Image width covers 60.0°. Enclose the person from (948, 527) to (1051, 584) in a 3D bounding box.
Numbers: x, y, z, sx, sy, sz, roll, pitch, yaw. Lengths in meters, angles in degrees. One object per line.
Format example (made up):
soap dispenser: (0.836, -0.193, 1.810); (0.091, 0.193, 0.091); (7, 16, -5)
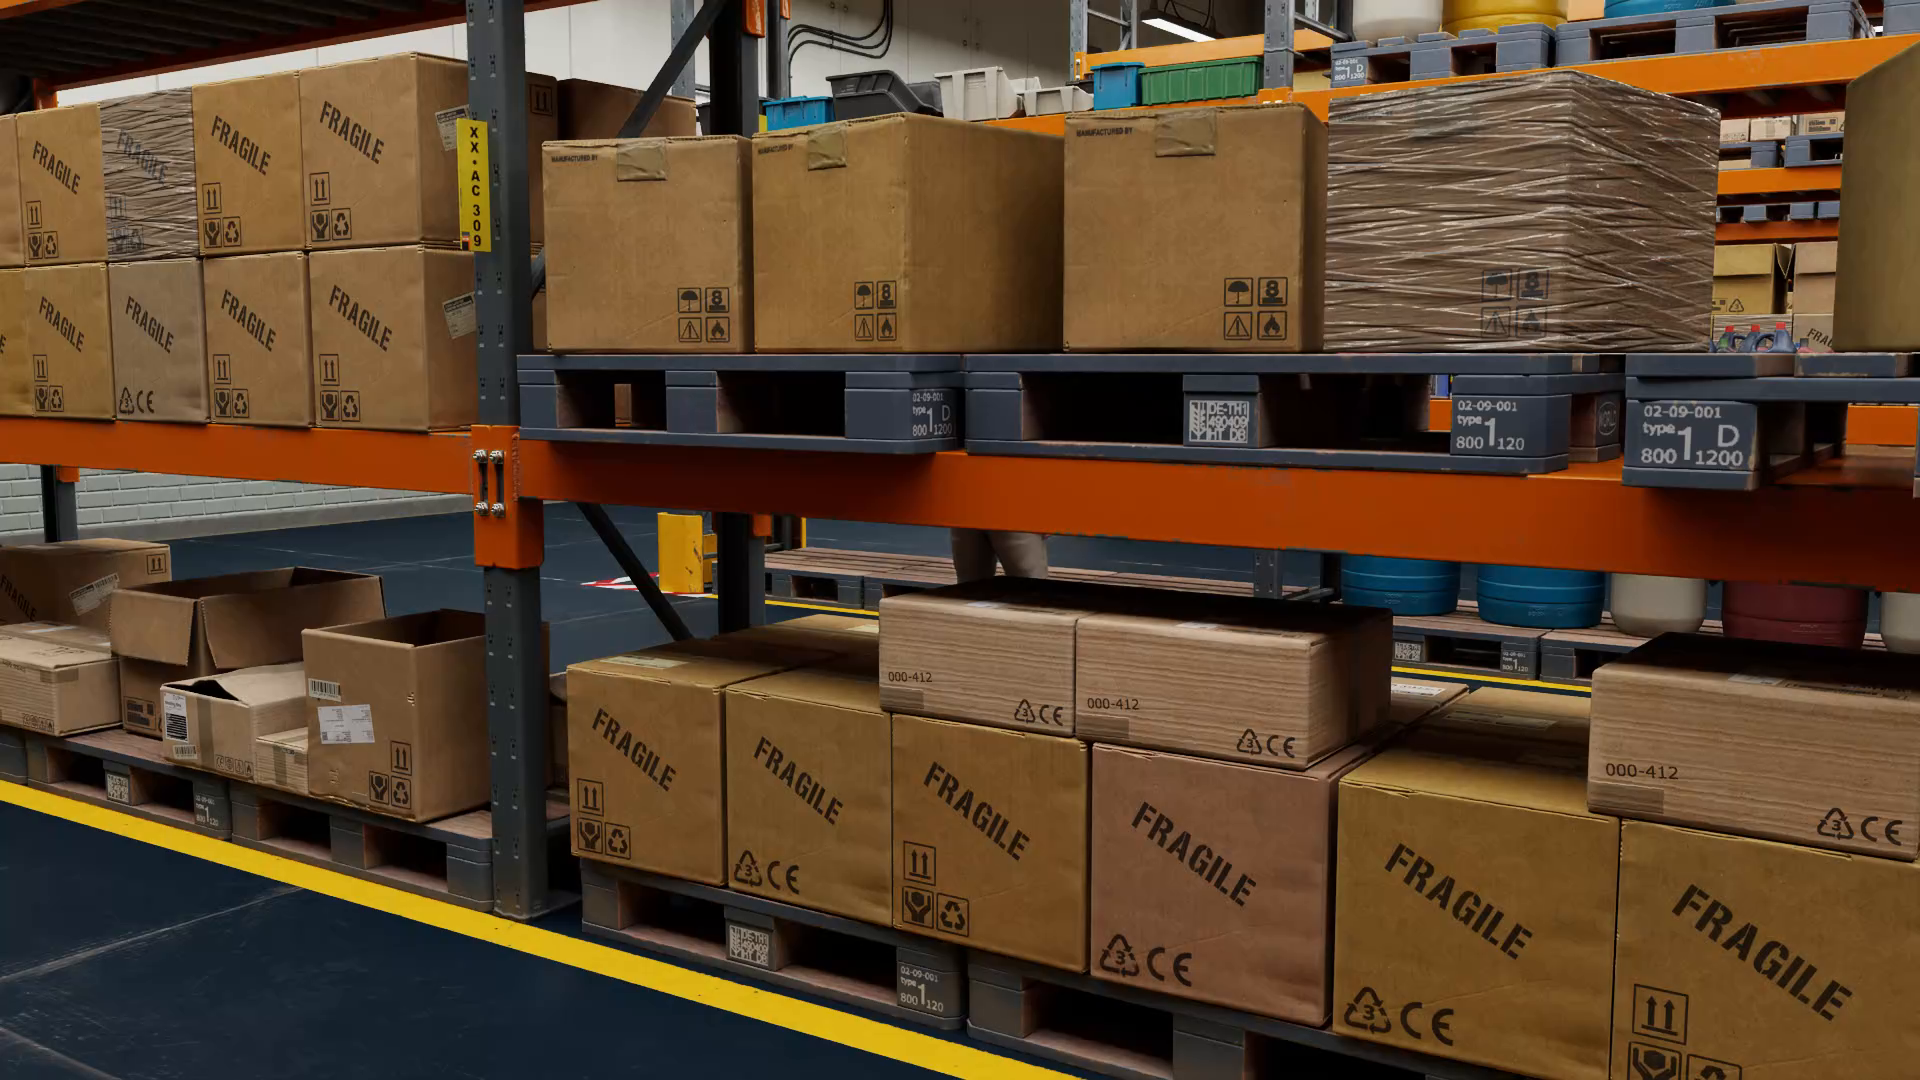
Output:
person: (0.165, -0.156, 7.258); (0.586, 1.726, 0.396); (4, 8, 34)
